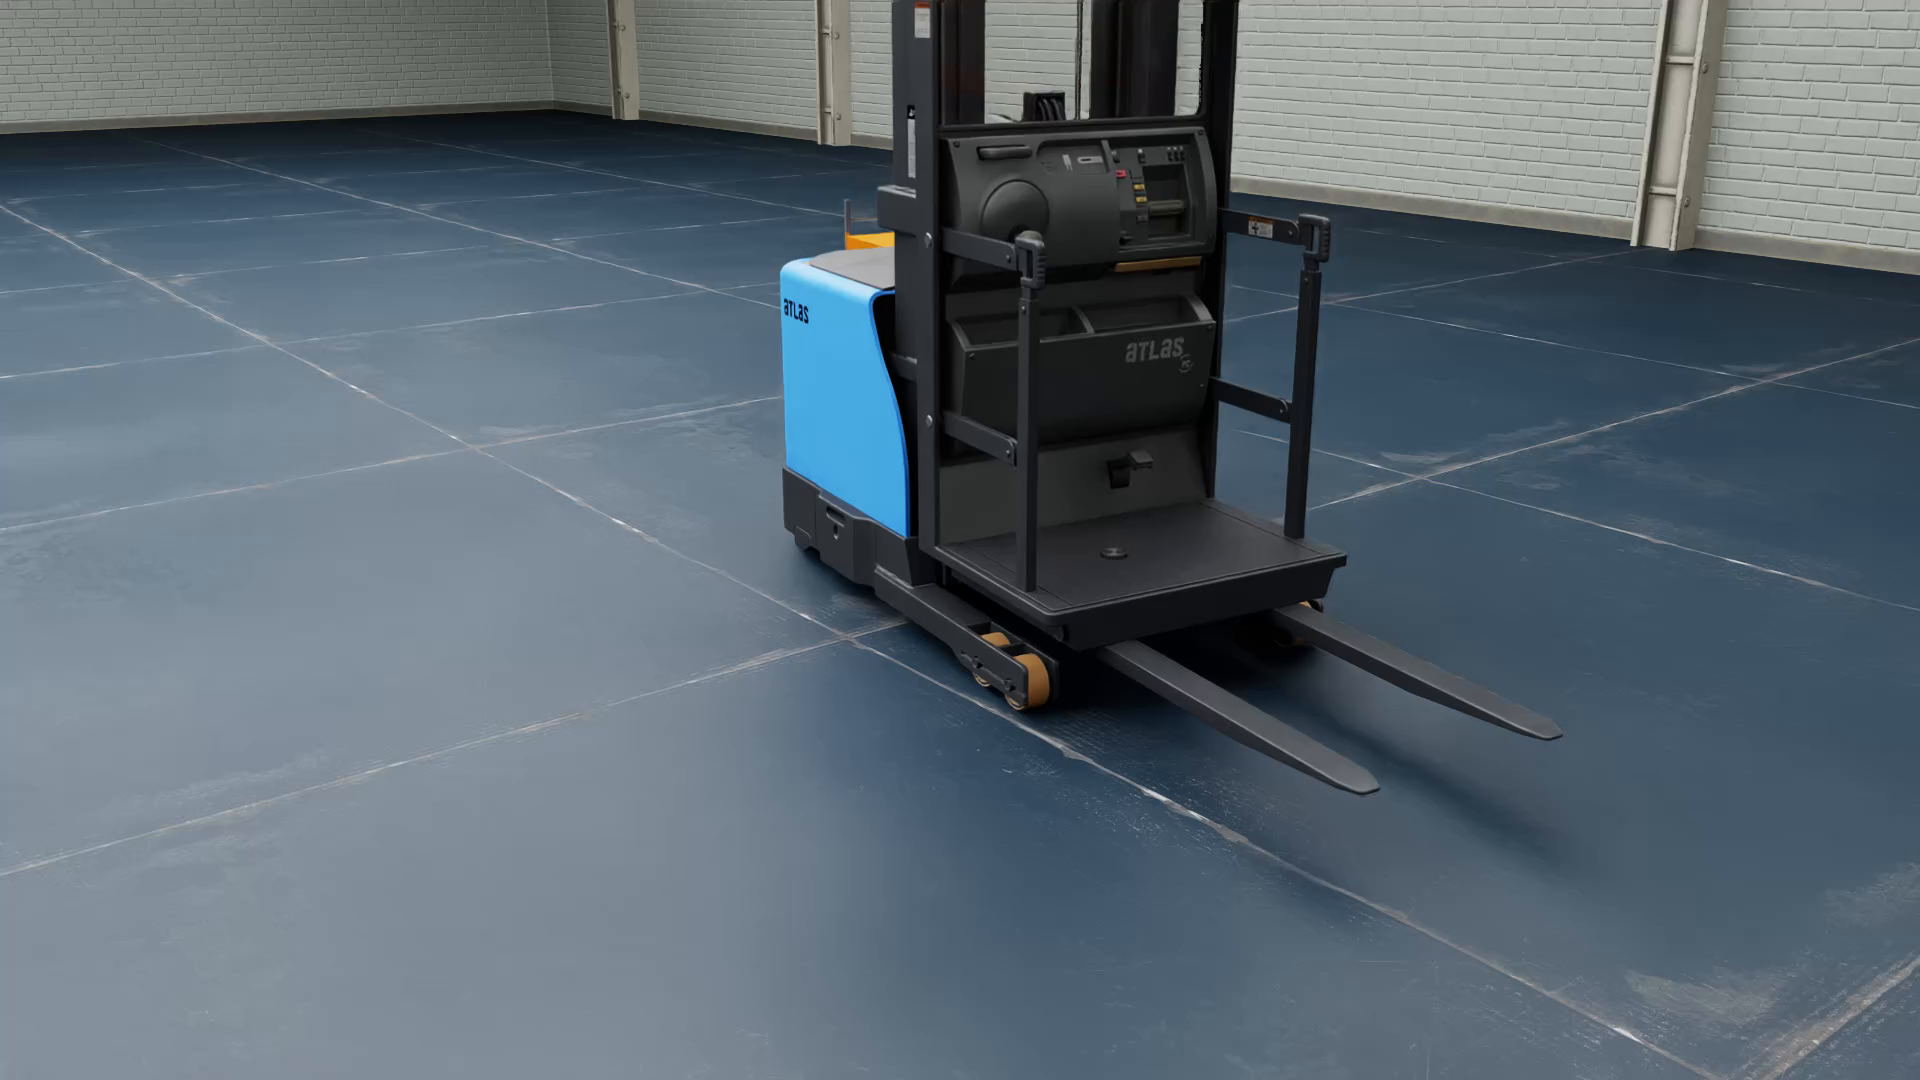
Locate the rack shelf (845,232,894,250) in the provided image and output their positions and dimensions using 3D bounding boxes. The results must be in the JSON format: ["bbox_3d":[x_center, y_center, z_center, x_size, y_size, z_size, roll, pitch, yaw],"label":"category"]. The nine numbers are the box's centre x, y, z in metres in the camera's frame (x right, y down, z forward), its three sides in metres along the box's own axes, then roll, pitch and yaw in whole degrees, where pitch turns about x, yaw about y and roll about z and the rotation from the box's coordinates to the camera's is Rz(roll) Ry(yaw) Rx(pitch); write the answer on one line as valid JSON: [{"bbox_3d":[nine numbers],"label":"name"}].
[{"bbox_3d":[-0.237,-1.120,6.587,0.258,0.148,0.480,-10,21,-28],"label":"rack shelf"}]

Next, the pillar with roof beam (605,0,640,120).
[{"bbox_3d":[-8.792,-10.275,23.079,9.100,9.000,0.400,-14,23,-36],"label":"pillar with roof beam"}]

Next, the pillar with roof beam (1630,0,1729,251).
[{"bbox_3d":[2.384,-5.840,9.684,9.100,9.000,0.400,-14,23,-36],"label":"pillar with roof beam"}]

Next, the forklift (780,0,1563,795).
[{"bbox_3d":[0.491,-1.056,4.889,1.130,2.935,3.031,-10,21,-28],"label":"forklift"}]

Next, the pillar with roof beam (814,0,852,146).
[{"bbox_3d":[-5.067,-8.797,18.614,9.100,9.000,0.400,-14,23,-36],"label":"pillar with roof beam"}]

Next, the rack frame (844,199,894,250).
[{"bbox_3d":[-0.356,-0.814,6.913,0.240,1.200,0.015,-10,21,-28],"label":"rack frame"}]

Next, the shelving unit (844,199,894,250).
[{"bbox_3d":[-0.237,-0.747,6.710,0.258,1.200,0.503,-10,21,-28],"label":"shelving unit"}]
